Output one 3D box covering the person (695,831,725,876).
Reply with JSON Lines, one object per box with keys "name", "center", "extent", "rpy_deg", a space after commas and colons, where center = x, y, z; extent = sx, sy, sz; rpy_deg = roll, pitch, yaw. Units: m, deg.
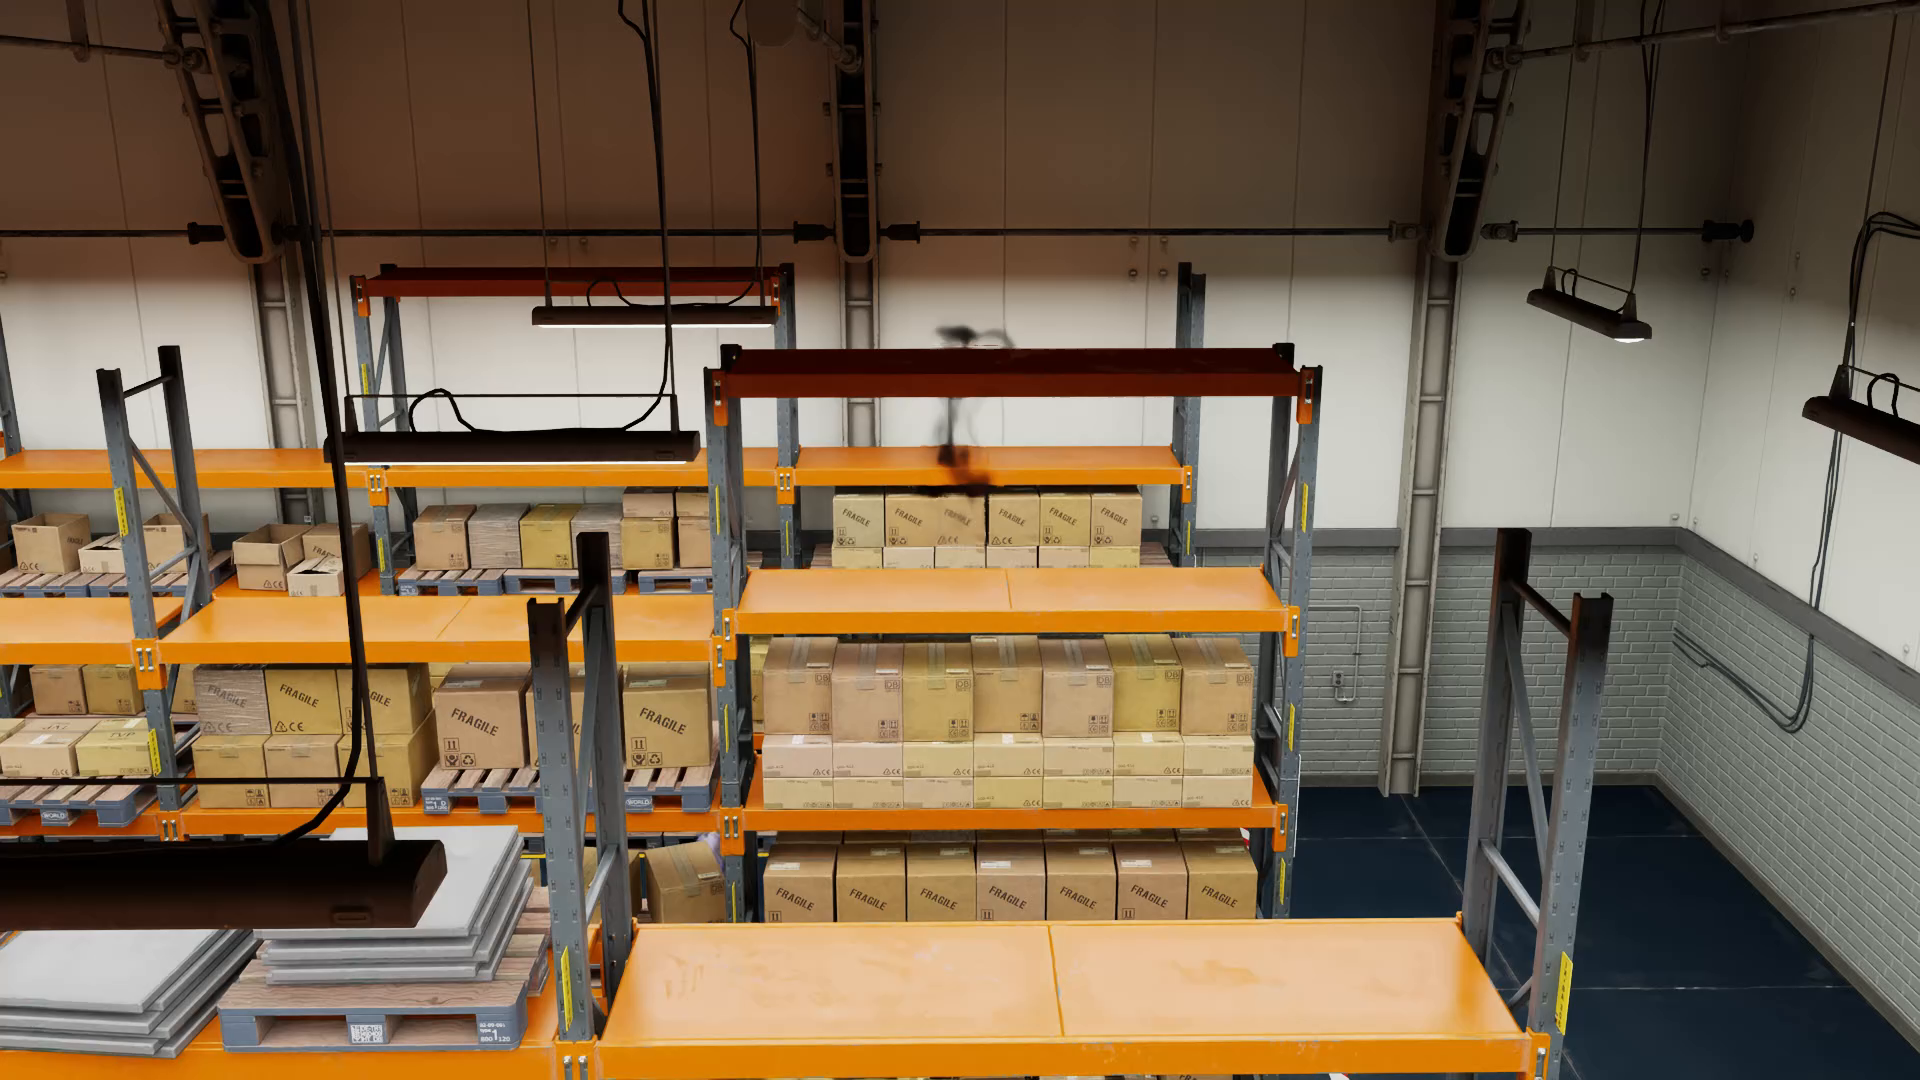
{"name": "person", "center": [-2.254, 3.130, 14.951], "extent": [0.638, 1.626, 0.580], "rpy_deg": [-1, 16, -2]}
